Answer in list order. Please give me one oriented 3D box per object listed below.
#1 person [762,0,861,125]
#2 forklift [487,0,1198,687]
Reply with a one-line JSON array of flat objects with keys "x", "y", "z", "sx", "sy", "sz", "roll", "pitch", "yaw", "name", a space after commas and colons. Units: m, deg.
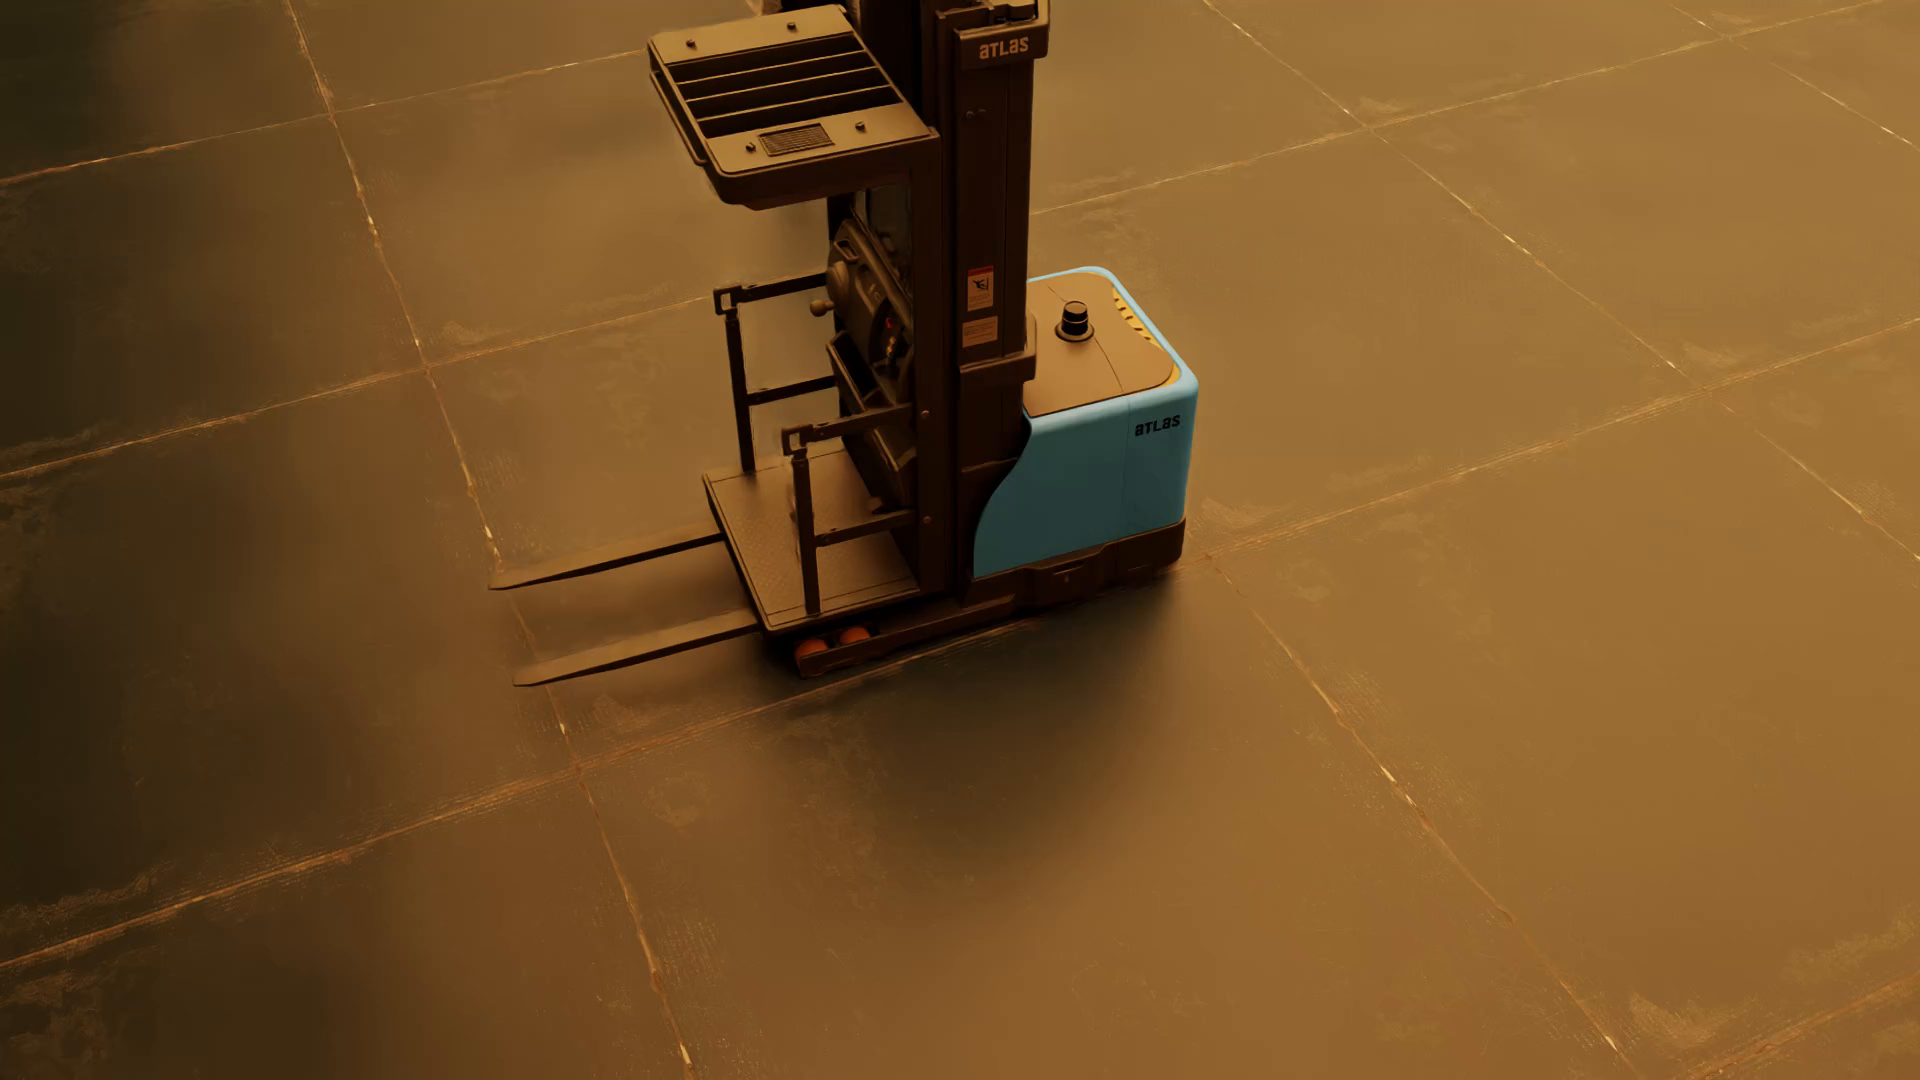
[{"x": -0.848, "y": -2.792, "z": 9.592, "sx": 0.614, "sy": 1.751, "sz": 0.513, "roll": -9, "pitch": 44, "yaw": -9, "name": "person"}, {"x": -0.549, "y": -0.892, "z": 6.635, "sx": 3.031, "sy": 2.935, "sz": 1.130, "roll": -15, "pitch": 45, "yaw": -15, "name": "forklift"}]
